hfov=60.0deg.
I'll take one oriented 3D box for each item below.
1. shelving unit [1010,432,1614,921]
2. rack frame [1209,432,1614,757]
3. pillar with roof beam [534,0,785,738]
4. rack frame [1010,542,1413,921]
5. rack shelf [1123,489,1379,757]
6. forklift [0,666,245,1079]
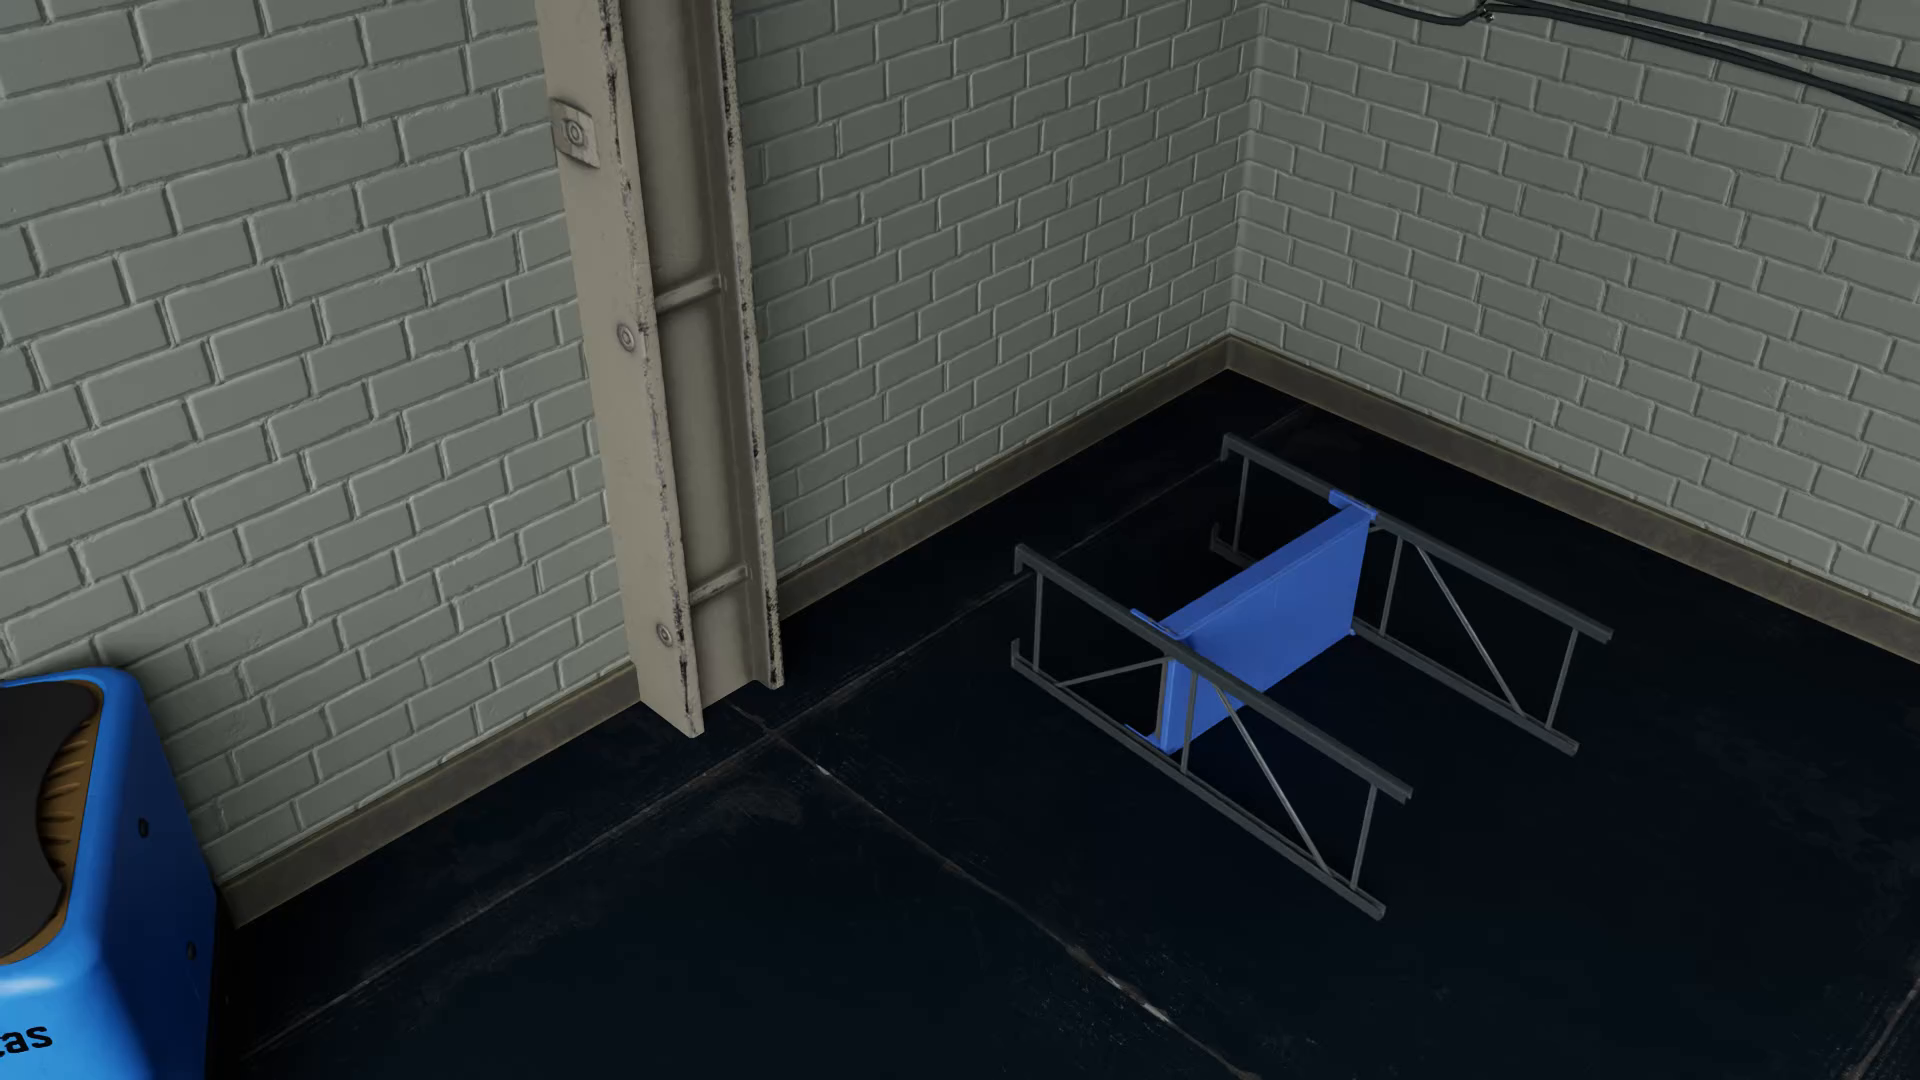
[{"bbox_3d":[1.064,0.347,5.284,1.048,0.538,1.500,-27,44,-33],"label":"shelving unit"},{"bbox_3d":[1.440,0.151,5.564,0.032,0.500,1.500,-27,44,-33],"label":"rack frame"},{"bbox_3d":[2.224,-1.460,0.477,9.100,9.000,0.400,30,45,35],"label":"pillar with roof beam"},{"bbox_3d":[0.687,0.542,5.004,0.032,0.500,1.500,-27,44,-33],"label":"rack frame"},{"bbox_3d":[0.943,0.269,5.392,1.000,0.538,0.185,-27,44,-33],"label":"rack shelf"},{"bbox_3d":[-3.258,0.476,3.005,3.031,2.935,1.130,-10,36,-14],"label":"forklift"}]
